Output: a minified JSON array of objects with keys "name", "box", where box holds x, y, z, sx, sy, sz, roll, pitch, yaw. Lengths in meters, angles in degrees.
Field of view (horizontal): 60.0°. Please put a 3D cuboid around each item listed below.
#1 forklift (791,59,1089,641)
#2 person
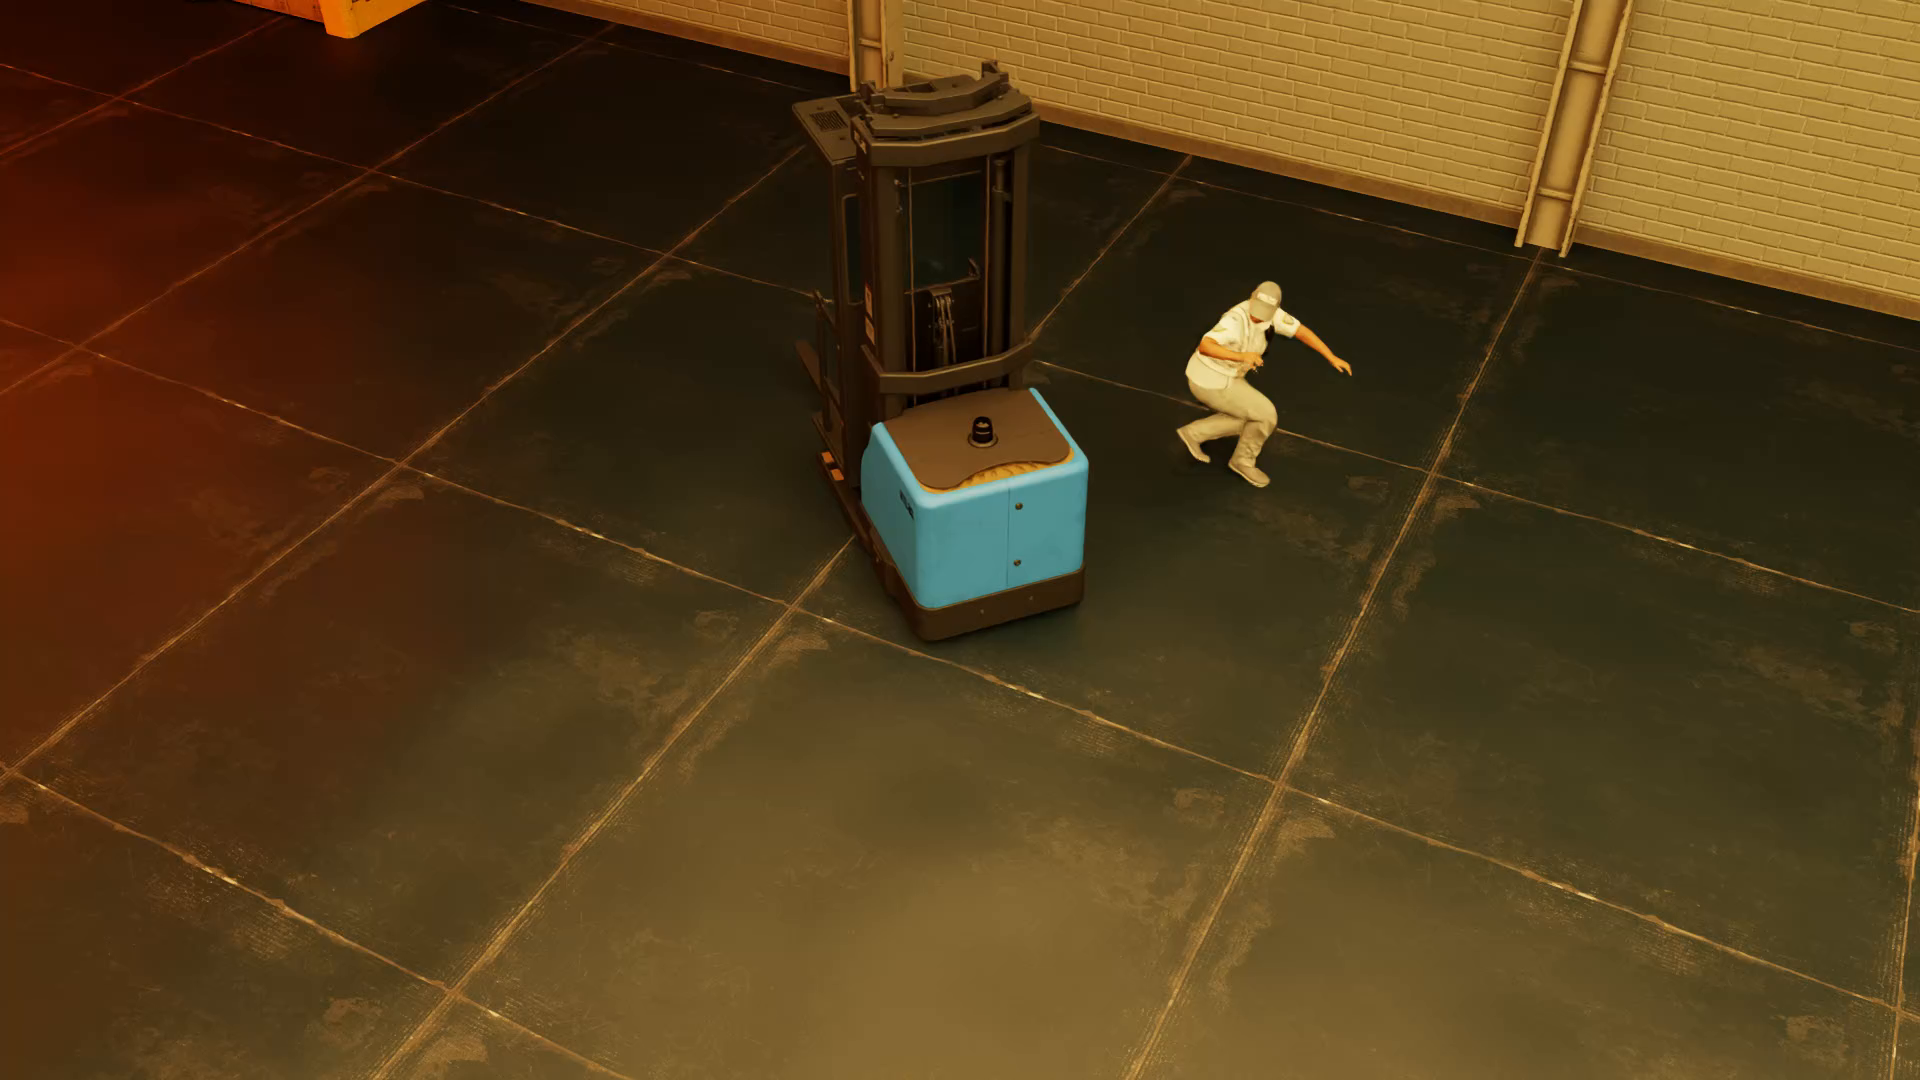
[{"name":"forklift","box":[-0.283,-1.502,9.770,1.130,2.935,3.031,-14,42,-16]},{"name":"person","box":[1.865,-0.943,10.317,1.027,1.401,0.738,14,42,16]}]
